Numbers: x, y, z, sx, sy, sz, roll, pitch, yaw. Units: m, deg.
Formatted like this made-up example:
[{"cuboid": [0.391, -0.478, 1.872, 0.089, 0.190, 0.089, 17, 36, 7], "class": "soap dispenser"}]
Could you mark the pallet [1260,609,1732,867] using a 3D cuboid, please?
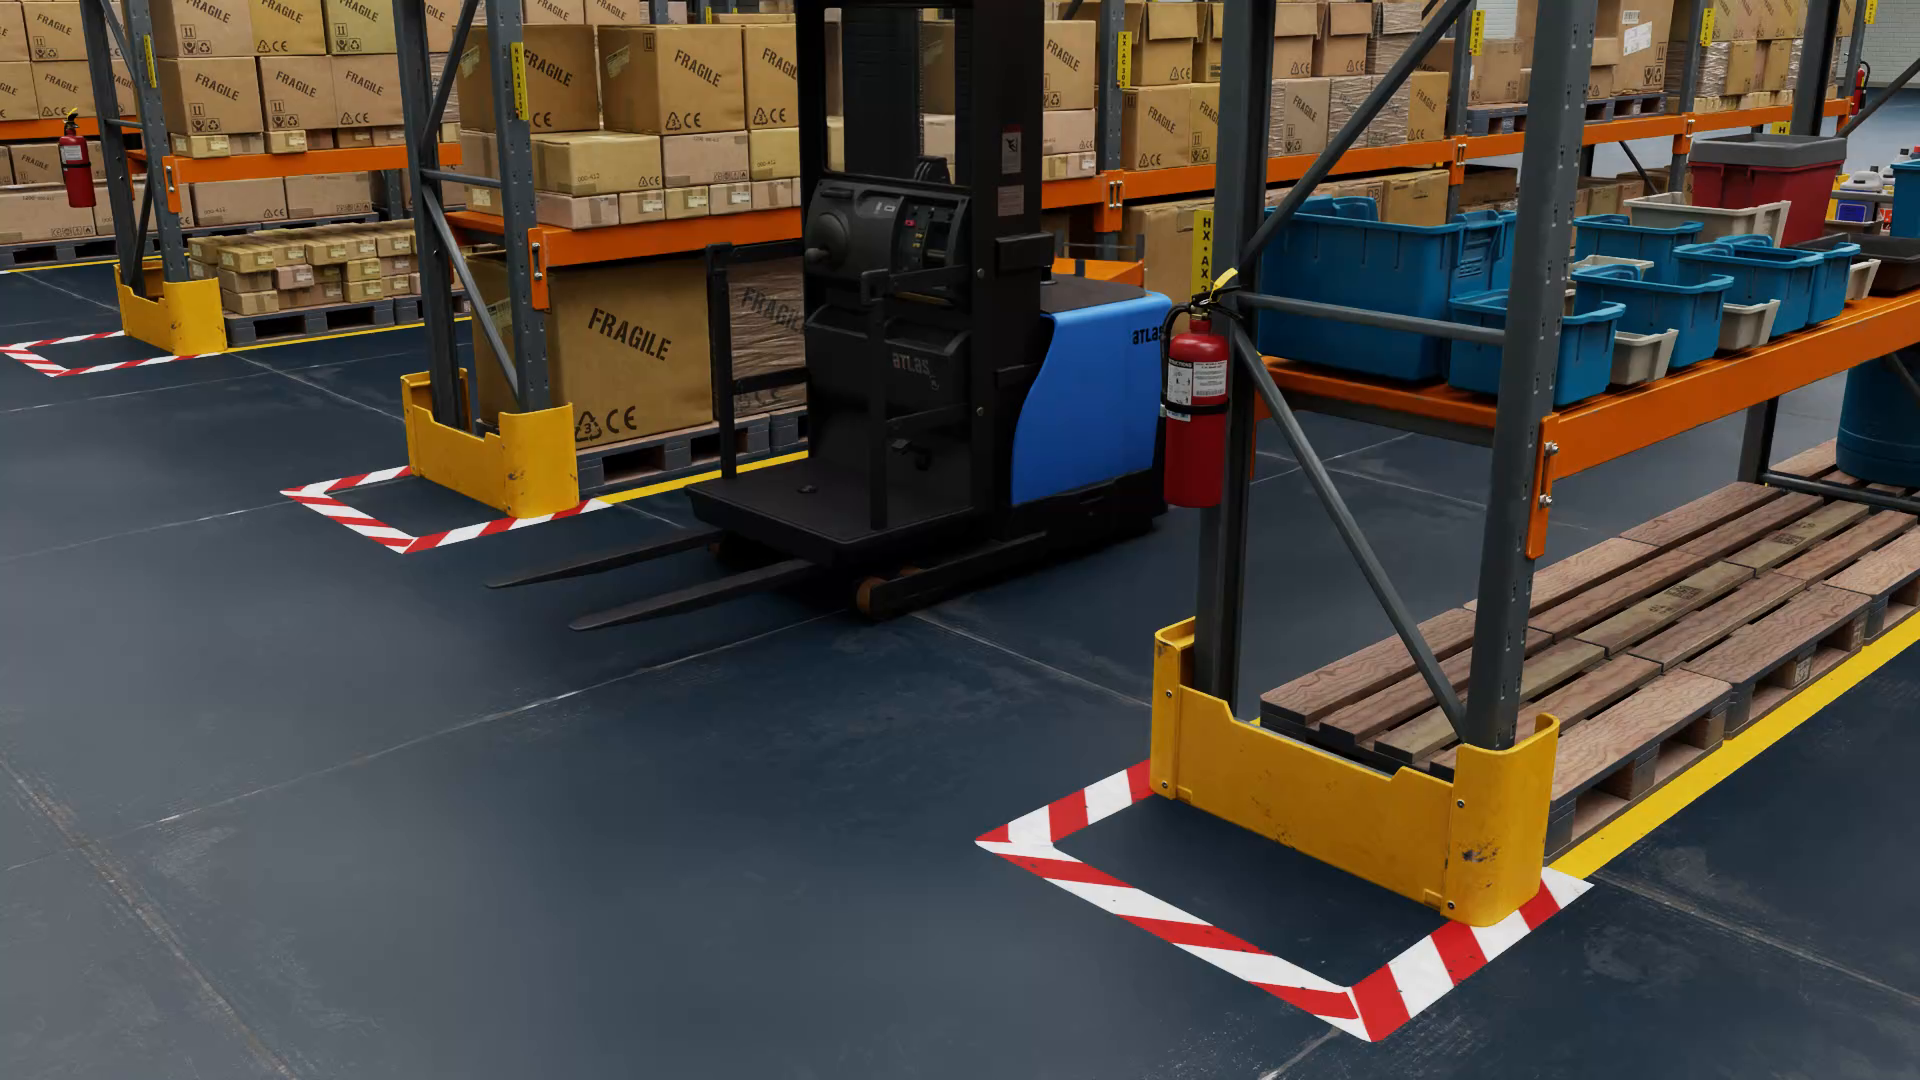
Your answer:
[{"cuboid": [1.719, 0.581, 5.349, 1.213, 0.211, 1.003, -16, 24, -41], "class": "pallet"}]

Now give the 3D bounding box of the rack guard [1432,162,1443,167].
[{"cuboid": [5.999, -5.028, 22.183, 0.348, 0.500, 1.175, -16, 24, -41], "class": "rack guard"}]

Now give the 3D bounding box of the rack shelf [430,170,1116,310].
[{"cuboid": [-0.857, -1.771, 9.249, 4.000, 0.370, 1.077, -16, 24, -41], "class": "rack shelf"}]

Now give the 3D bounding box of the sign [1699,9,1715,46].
[{"cuboid": [6.793, -4.659, 15.113, 0.005, 0.325, 0.100, -16, 24, -41], "class": "sign"}]

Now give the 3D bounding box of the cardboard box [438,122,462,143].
[{"cuboid": [-3.871, -3.090, 12.558, 0.250, 0.149, 0.380, -16, 24, -40], "class": "cardboard box"}]

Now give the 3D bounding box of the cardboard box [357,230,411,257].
[{"cuboid": [-4.310, -2.221, 12.449, 0.250, 0.149, 0.380, -15, 23, -39], "class": "cardboard box"}]

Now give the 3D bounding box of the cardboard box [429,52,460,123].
[{"cuboid": [-4.026, -3.374, 12.382, 0.500, 0.500, 0.500, -17, 25, -42], "class": "cardboard box"}]

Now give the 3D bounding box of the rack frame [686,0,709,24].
[{"cuboid": [-3.306, -5.605, 19.909, 0.127, 3.000, 1.000, -16, 24, -41], "class": "rack frame"}]

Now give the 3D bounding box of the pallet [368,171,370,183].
[{"cuboid": [-8.173, -4.983, 22.512, 1.213, 0.211, 1.003, -16, 24, -41], "class": "pallet"}]

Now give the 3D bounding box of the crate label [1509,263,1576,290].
[{"cuboid": [1.967, -0.818, 5.475, 0.243, 0.136, 0.396, -16, 24, -41], "class": "crate label"}]

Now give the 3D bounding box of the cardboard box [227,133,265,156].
[{"cuboid": [-5.027, -2.761, 11.544, 0.250, 0.149, 0.380, -15, 23, -39], "class": "cardboard box"}]

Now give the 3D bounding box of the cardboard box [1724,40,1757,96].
[{"cuboid": [7.166, -4.600, 16.166, 0.500, 0.500, 0.875, -16, 24, -41], "class": "cardboard box"}]

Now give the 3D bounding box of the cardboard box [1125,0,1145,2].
[{"cuboid": [2.286, -7.808, 24.437, 0.500, 0.500, 0.700, -17, 25, -42], "class": "cardboard box"}]

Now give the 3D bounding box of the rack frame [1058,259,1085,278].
[{"cuboid": [0.367, -0.839, 8.250, 0.500, 1.125, 0.032, 7, 19, 21], "class": "rack frame"}]

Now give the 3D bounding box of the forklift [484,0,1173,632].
[{"cuboid": [-0.460, -1.261, 6.623, 3.031, 2.935, 1.130, -16, 24, -41], "class": "forklift"}]

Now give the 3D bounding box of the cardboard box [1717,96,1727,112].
[{"cuboid": [7.125, -4.200, 15.982, 0.250, 0.149, 0.380, -16, 24, -41], "class": "cardboard box"}]

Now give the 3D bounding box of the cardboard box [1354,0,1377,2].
[{"cuboid": [4.553, -6.361, 20.245, 0.500, 0.550, 0.875, -16, 24, -41], "class": "cardboard box"}]

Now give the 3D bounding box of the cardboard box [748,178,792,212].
[{"cuboid": [-1.080, -1.789, 8.546, 0.250, 0.149, 0.380, -17, 24, -42], "class": "cardboard box"}]

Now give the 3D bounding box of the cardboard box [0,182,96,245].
[{"cuboid": [-8.708, -3.053, 15.511, 0.875, 0.438, 0.875, 17, 24, 42], "class": "cardboard box"}]

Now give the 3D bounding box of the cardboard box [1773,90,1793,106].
[{"cuboid": [8.233, -4.512, 16.944, 0.250, 0.149, 0.380, -16, 24, -41], "class": "cardboard box"}]

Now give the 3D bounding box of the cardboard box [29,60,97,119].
[{"cuboid": [-8.224, -4.108, 15.130, 0.500, 0.500, 0.500, -17, 24, -42], "class": "cardboard box"}]

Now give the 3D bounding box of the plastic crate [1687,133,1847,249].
[{"cuboid": [3.178, -1.353, 6.592, 0.583, 0.464, 0.402, -16, 24, -41], "class": "plastic crate"}]

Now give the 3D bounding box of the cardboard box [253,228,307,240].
[{"cuboid": [-5.111, -2.241, 12.511, 0.250, 0.149, 0.380, -17, 25, -42], "class": "cardboard box"}]

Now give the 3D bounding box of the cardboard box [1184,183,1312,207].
[{"cuboid": [1.696, -2.055, 11.724, 1.225, 0.875, 0.875, 17, 24, 42], "class": "cardboard box"}]

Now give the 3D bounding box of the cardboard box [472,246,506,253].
[{"cuboid": [-3.749, -2.254, 13.033, 0.380, 0.149, 0.250, 17, 24, 41], "class": "cardboard box"}]

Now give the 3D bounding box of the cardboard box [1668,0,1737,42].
[{"cuboid": [6.911, -4.935, 15.576, 0.500, 0.500, 0.500, -16, 24, -41], "class": "cardboard box"}]

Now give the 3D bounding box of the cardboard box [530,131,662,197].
[{"cuboid": [-1.776, -1.800, 7.935, 0.500, 0.250, 0.500, -17, 25, -42], "class": "cardboard box"}]

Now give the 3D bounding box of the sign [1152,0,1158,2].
[{"cuboid": [2.874, -7.873, 24.513, 0.005, 0.325, 0.100, -16, 24, -41], "class": "sign"}]

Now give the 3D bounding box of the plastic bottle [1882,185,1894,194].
[{"cuboid": [4.268, -1.533, 7.673, 0.097, 0.201, 0.097, 0, 18, 0], "class": "plastic bottle"}]

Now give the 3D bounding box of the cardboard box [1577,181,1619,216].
[{"cuboid": [5.589, -3.030, 15.306, 0.500, 0.500, 0.700, -16, 24, -41], "class": "cardboard box"}]

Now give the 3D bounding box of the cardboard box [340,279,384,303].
[{"cuboid": [-4.473, -1.862, 12.307, 0.250, 0.149, 0.380, -16, 24, -40], "class": "cardboard box"}]

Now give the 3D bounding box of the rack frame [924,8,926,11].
[{"cuboid": [-0.906, -8.412, 28.566, 0.127, 3.000, 1.000, -16, 24, -41], "class": "rack frame"}]

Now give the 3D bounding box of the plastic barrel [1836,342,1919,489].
[{"cuboid": [4.406, -0.740, 7.624, 0.708, 0.901, 0.600, -16, 24, -41], "class": "plastic barrel"}]

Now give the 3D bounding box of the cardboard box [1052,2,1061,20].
[{"cuboid": [0.868, -5.241, 17.002, 0.500, 0.500, 0.700, -17, 24, -42], "class": "cardboard box"}]

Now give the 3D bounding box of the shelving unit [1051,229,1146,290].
[{"cuboid": [0.561, -0.984, 8.697, 0.538, 1.125, 1.048, 7, 19, 21], "class": "shelving unit"}]

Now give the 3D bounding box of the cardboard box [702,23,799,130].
[{"cuboid": [-1.040, -2.374, 8.489, 0.500, 0.500, 0.500, -17, 25, -42], "class": "cardboard box"}]

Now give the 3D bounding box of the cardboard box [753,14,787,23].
[{"cuboid": [-2.446, -6.149, 20.262, 0.500, 0.500, 0.500, -15, 23, -38], "class": "cardboard box"}]

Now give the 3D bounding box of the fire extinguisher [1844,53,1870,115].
[{"cuboid": [9.716, -4.964, 18.056, 0.183, 0.674, 0.296, -16, 24, -41], "class": "fire extinguisher"}]

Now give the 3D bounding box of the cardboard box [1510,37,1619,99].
[{"cuboid": [5.213, -4.093, 14.396, 0.637, 0.503, 0.797, -13, 22, -35], "class": "cardboard box"}]

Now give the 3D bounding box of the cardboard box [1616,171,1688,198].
[{"cuboid": [6.727, -3.318, 16.228, 0.500, 0.500, 0.500, 17, 25, 42], "class": "cardboard box"}]

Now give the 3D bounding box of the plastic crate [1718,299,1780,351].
[{"cuboid": [2.281, -0.654, 4.968, 0.298, 0.136, 0.250, -16, 24, -41], "class": "plastic crate"}]

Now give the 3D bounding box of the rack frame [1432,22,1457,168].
[{"cuboid": [5.981, -6.212, 21.782, 0.127, 3.000, 1.000, -16, 24, -41], "class": "rack frame"}]

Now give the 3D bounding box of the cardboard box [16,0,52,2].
[{"cuboid": [-8.261, -4.856, 14.762, 0.250, 0.149, 0.380, -15, 23, -39], "class": "cardboard box"}]

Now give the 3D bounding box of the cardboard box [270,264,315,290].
[{"cuboid": [-4.850, -1.906, 11.959, 0.250, 0.149, 0.380, -16, 24, -41], "class": "cardboard box"}]

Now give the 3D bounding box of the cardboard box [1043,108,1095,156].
[{"cuboid": [0.456, -2.454, 9.952, 0.500, 0.250, 0.500, -17, 24, -42], "class": "cardboard box"}]

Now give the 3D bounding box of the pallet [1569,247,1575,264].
[{"cuboid": [4.958, -2.480, 14.792, 1.213, 0.211, 1.003, -16, 24, -41], "class": "pallet"}]

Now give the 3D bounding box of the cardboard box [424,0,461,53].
[{"cuboid": [-4.012, -3.845, 12.214, 0.500, 0.500, 0.500, 17, 25, 42], "class": "cardboard box"}]

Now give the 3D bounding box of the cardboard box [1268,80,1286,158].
[{"cuboid": [1.831, -2.838, 11.213, 0.500, 0.500, 0.500, -17, 25, -42], "class": "cardboard box"}]

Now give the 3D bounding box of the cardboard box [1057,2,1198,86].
[{"cuboid": [1.055, -3.199, 10.698, 0.637, 0.503, 0.797, -17, 25, -42], "class": "cardboard box"}]
